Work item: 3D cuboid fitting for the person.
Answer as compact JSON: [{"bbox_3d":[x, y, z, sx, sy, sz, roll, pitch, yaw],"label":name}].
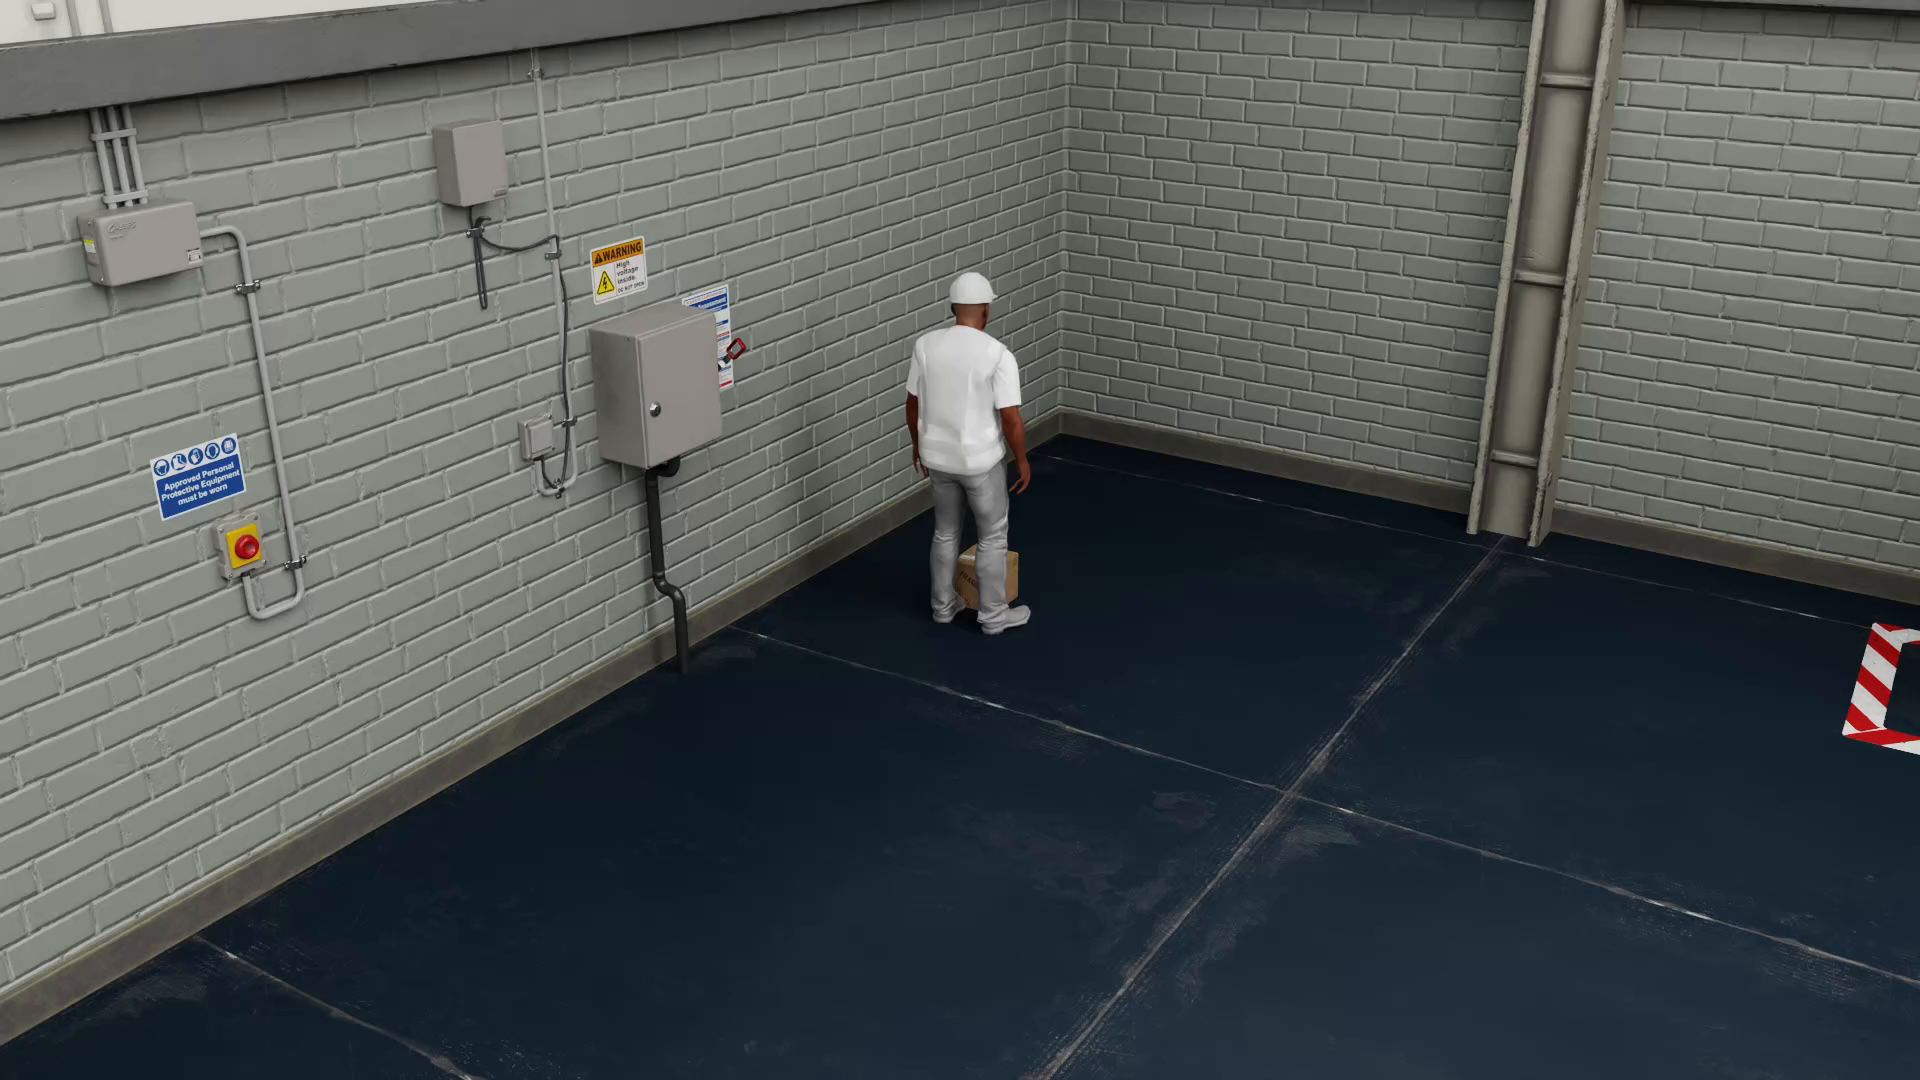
[{"bbox_3d":[0.041,-0.413,8.051,0.638,1.757,0.458,13,26,27],"label":"person"}]
